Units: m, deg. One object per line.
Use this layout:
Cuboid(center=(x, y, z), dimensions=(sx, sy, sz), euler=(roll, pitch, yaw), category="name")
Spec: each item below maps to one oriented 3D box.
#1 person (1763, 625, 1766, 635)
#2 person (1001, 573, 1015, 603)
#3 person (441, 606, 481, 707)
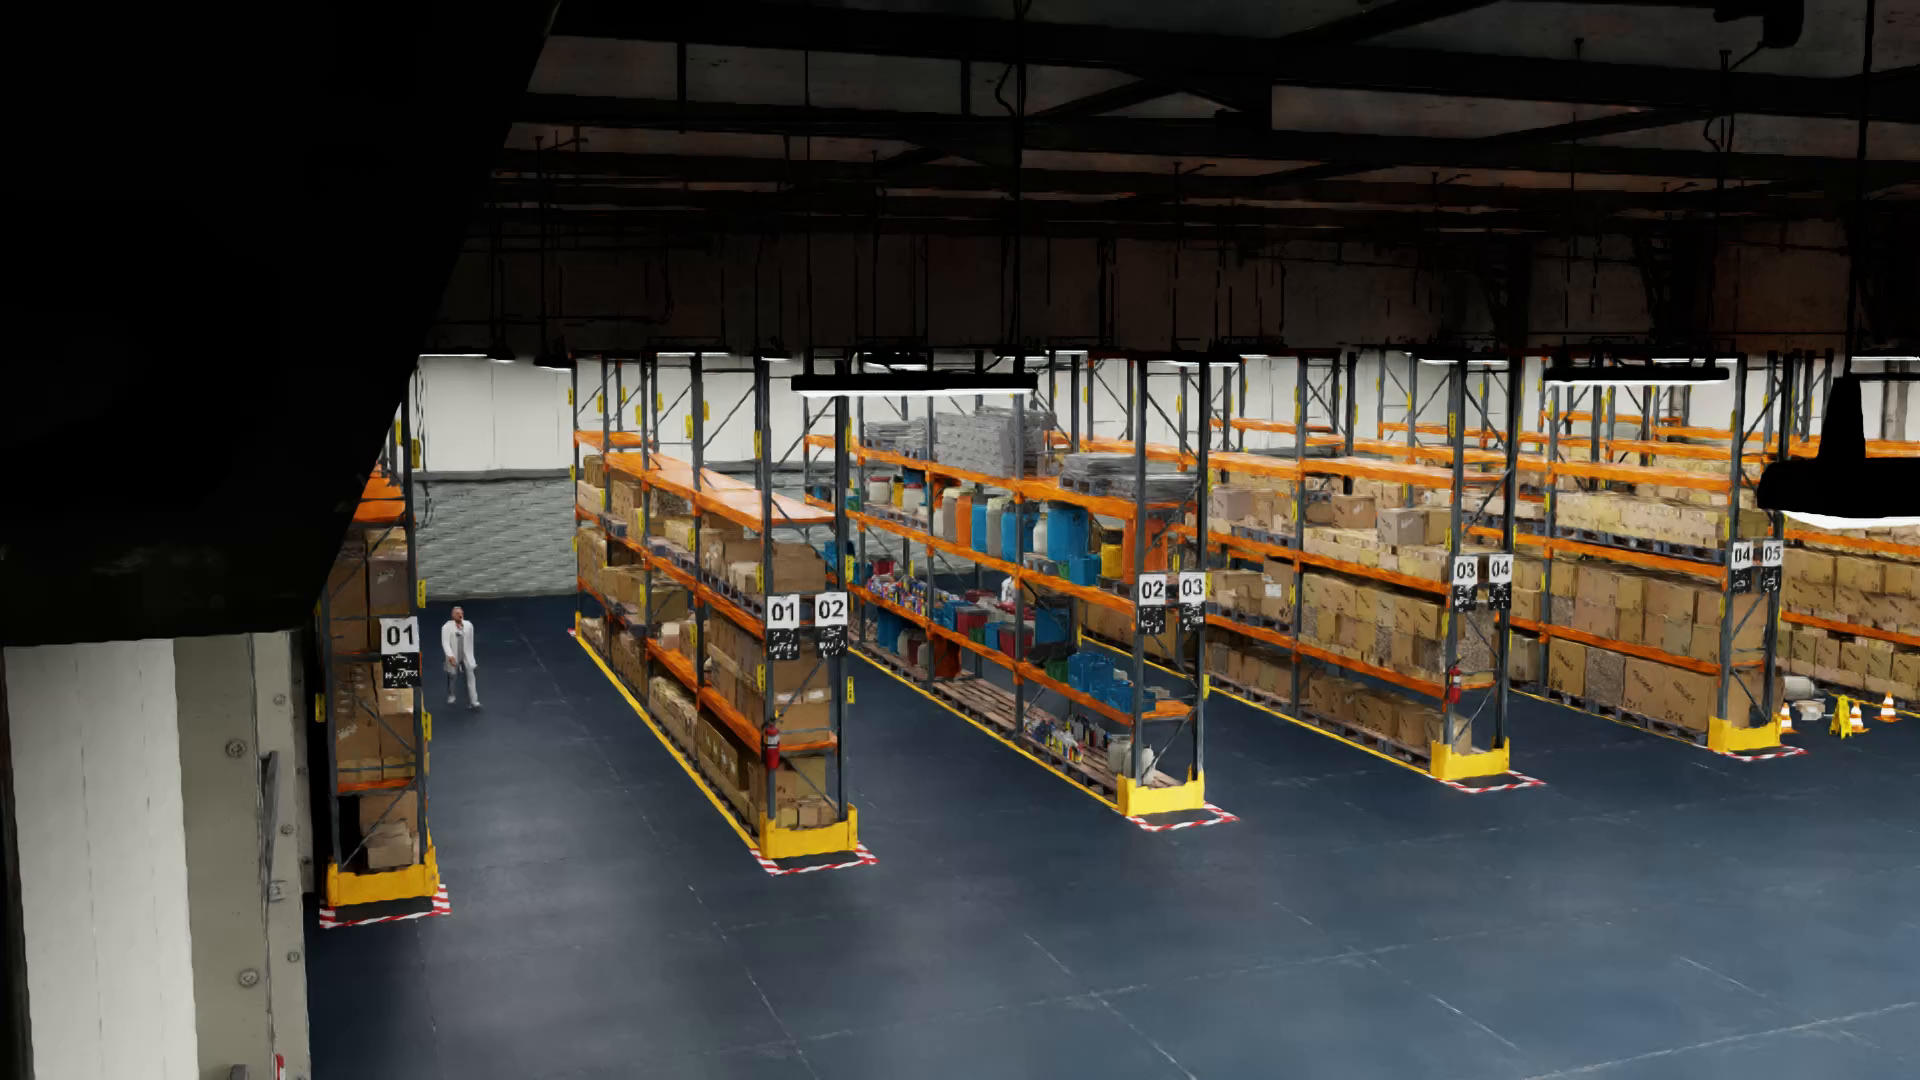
Cuboid(center=(16.117, 1.219, 33.895), dimensions=(0.577, 1.785, 0.655), euler=(1, 7, 10), category="person")
Cuboid(center=(1.067, 1.298, 34.021), dimensions=(0.495, 1.589, 1.086), euler=(-2, 7, -19), category="person")
Cuboid(center=(-8.489, 1.966, 28.177), dimensions=(0.580, 1.715, 1.103), euler=(-4, 8, -28), category="person")
